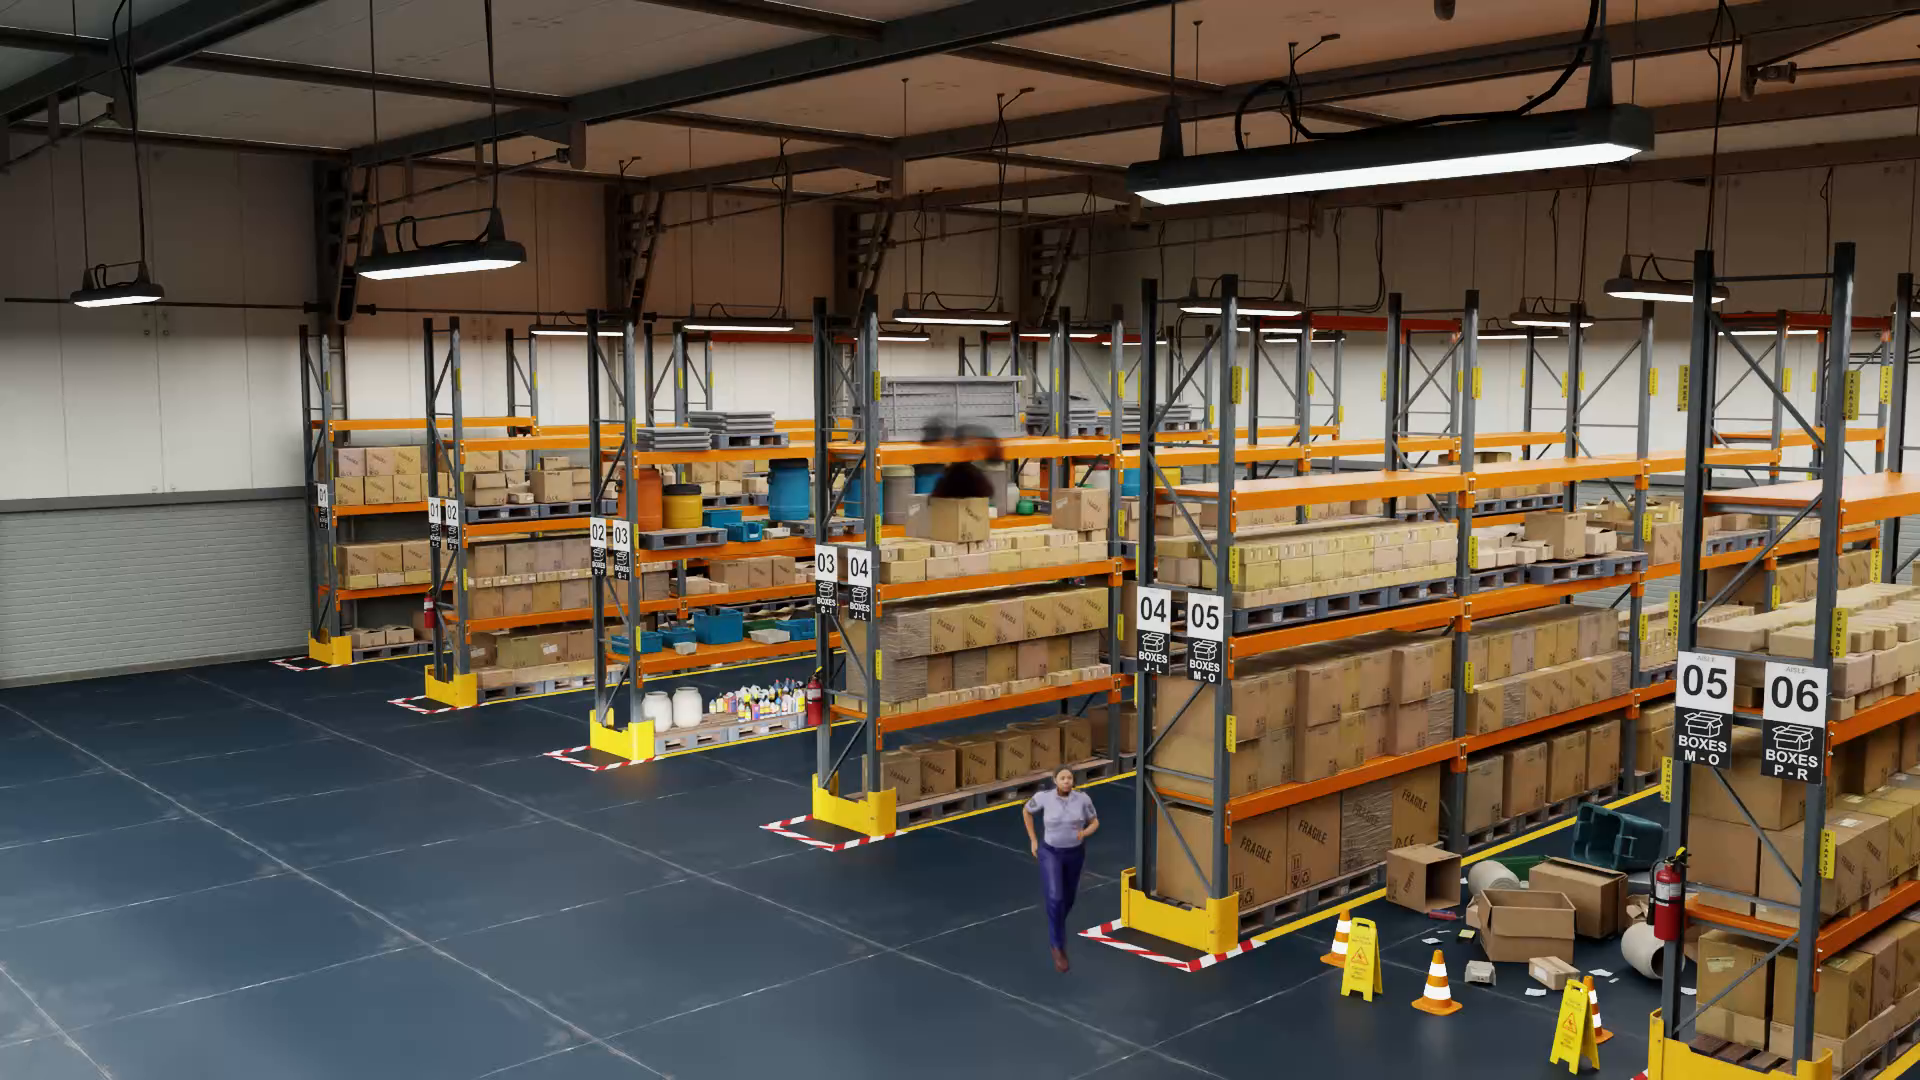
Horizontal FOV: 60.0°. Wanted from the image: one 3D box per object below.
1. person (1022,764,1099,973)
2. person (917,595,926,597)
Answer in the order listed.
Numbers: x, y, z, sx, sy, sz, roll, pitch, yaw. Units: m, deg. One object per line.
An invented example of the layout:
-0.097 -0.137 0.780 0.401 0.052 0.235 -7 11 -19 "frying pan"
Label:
0.867 2.728 14.173 0.614 1.700 0.782 -1 6 -12 "person"
-0.784 1.426 28.290 0.778 1.853 0.686 -5 8 -42 "person"
